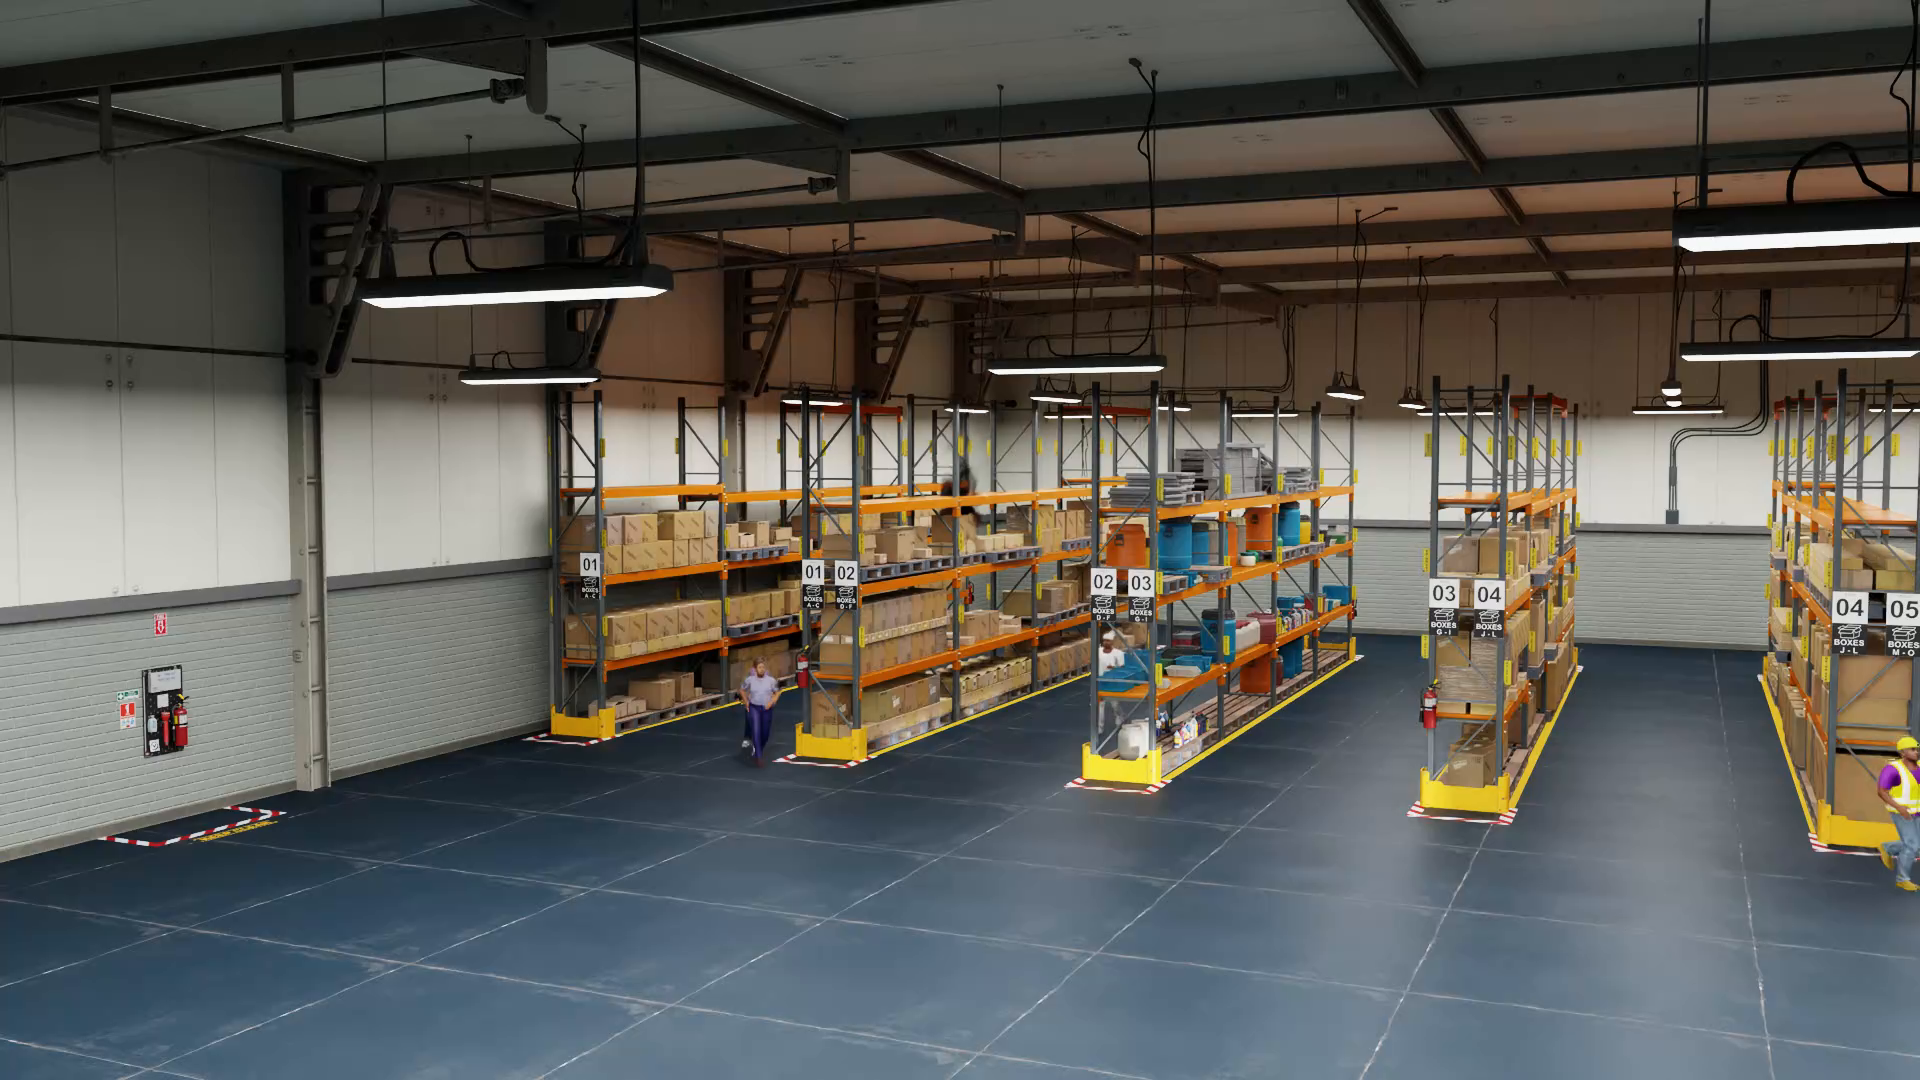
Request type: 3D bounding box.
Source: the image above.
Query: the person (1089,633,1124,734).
[{"bbox_3d":[2.589,2.497,29.173,0.710,1.747,0.972,1,3,24],"label":"person"}]

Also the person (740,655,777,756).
[{"bbox_3d":[-3.319,2.697,27.371,0.605,1.624,0.645,0,3,-2],"label":"person"}]

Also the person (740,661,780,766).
[{"bbox_3d":[-3.165,2.721,26.386,0.619,1.613,0.835,-1,3,-15],"label":"person"}]

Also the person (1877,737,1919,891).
[{"bbox_3d":[10.749,3.092,18.933,0.709,1.733,0.621,-1,3,-15],"label":"person"}]
